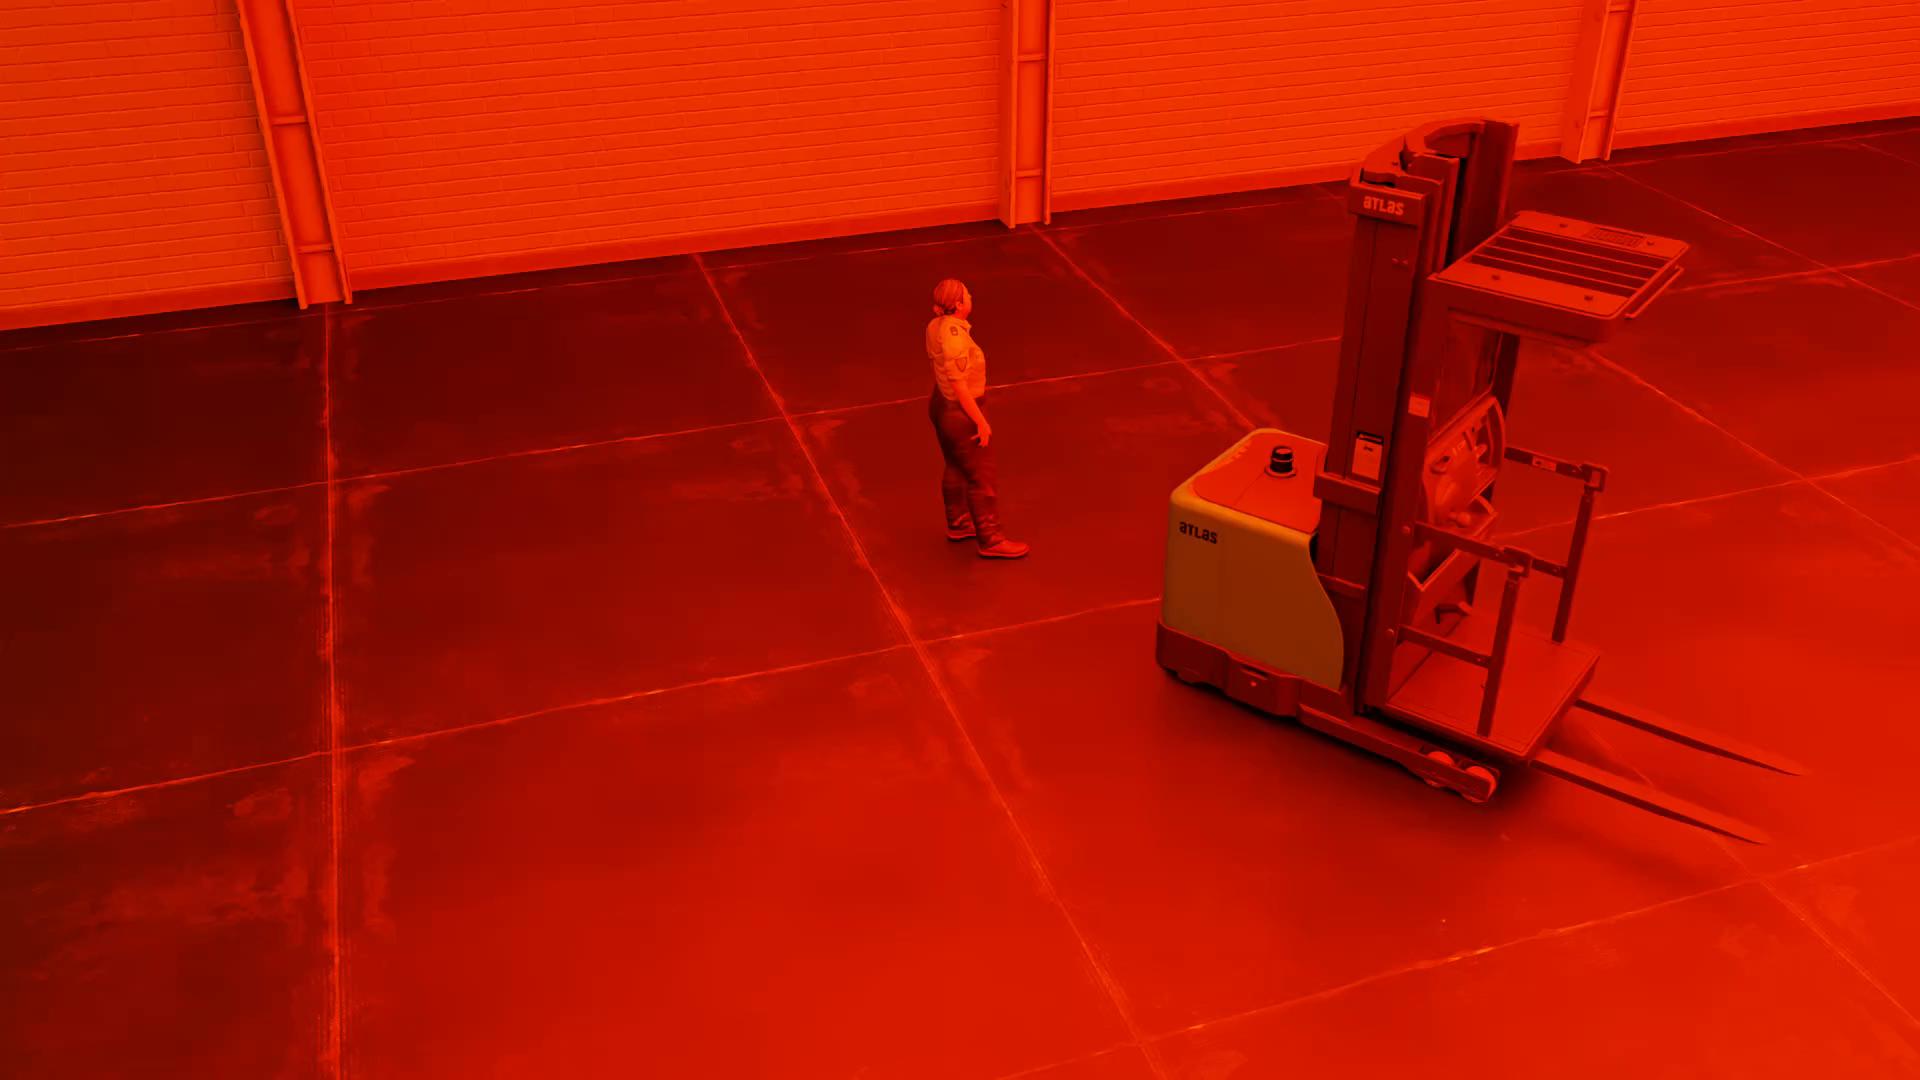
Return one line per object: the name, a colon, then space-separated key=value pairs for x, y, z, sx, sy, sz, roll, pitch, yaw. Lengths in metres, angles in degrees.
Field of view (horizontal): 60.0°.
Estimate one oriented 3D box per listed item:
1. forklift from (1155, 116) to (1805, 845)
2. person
forklift: x=2.518 y=-0.331 z=7.662 sx=3.031 sy=2.935 sz=1.130 roll=20 pitch=36 yaw=31
person: x=0.093 y=-0.720 z=9.620 sx=0.502 sy=1.643 sz=0.598 roll=-10 pitch=31 yaw=-16
